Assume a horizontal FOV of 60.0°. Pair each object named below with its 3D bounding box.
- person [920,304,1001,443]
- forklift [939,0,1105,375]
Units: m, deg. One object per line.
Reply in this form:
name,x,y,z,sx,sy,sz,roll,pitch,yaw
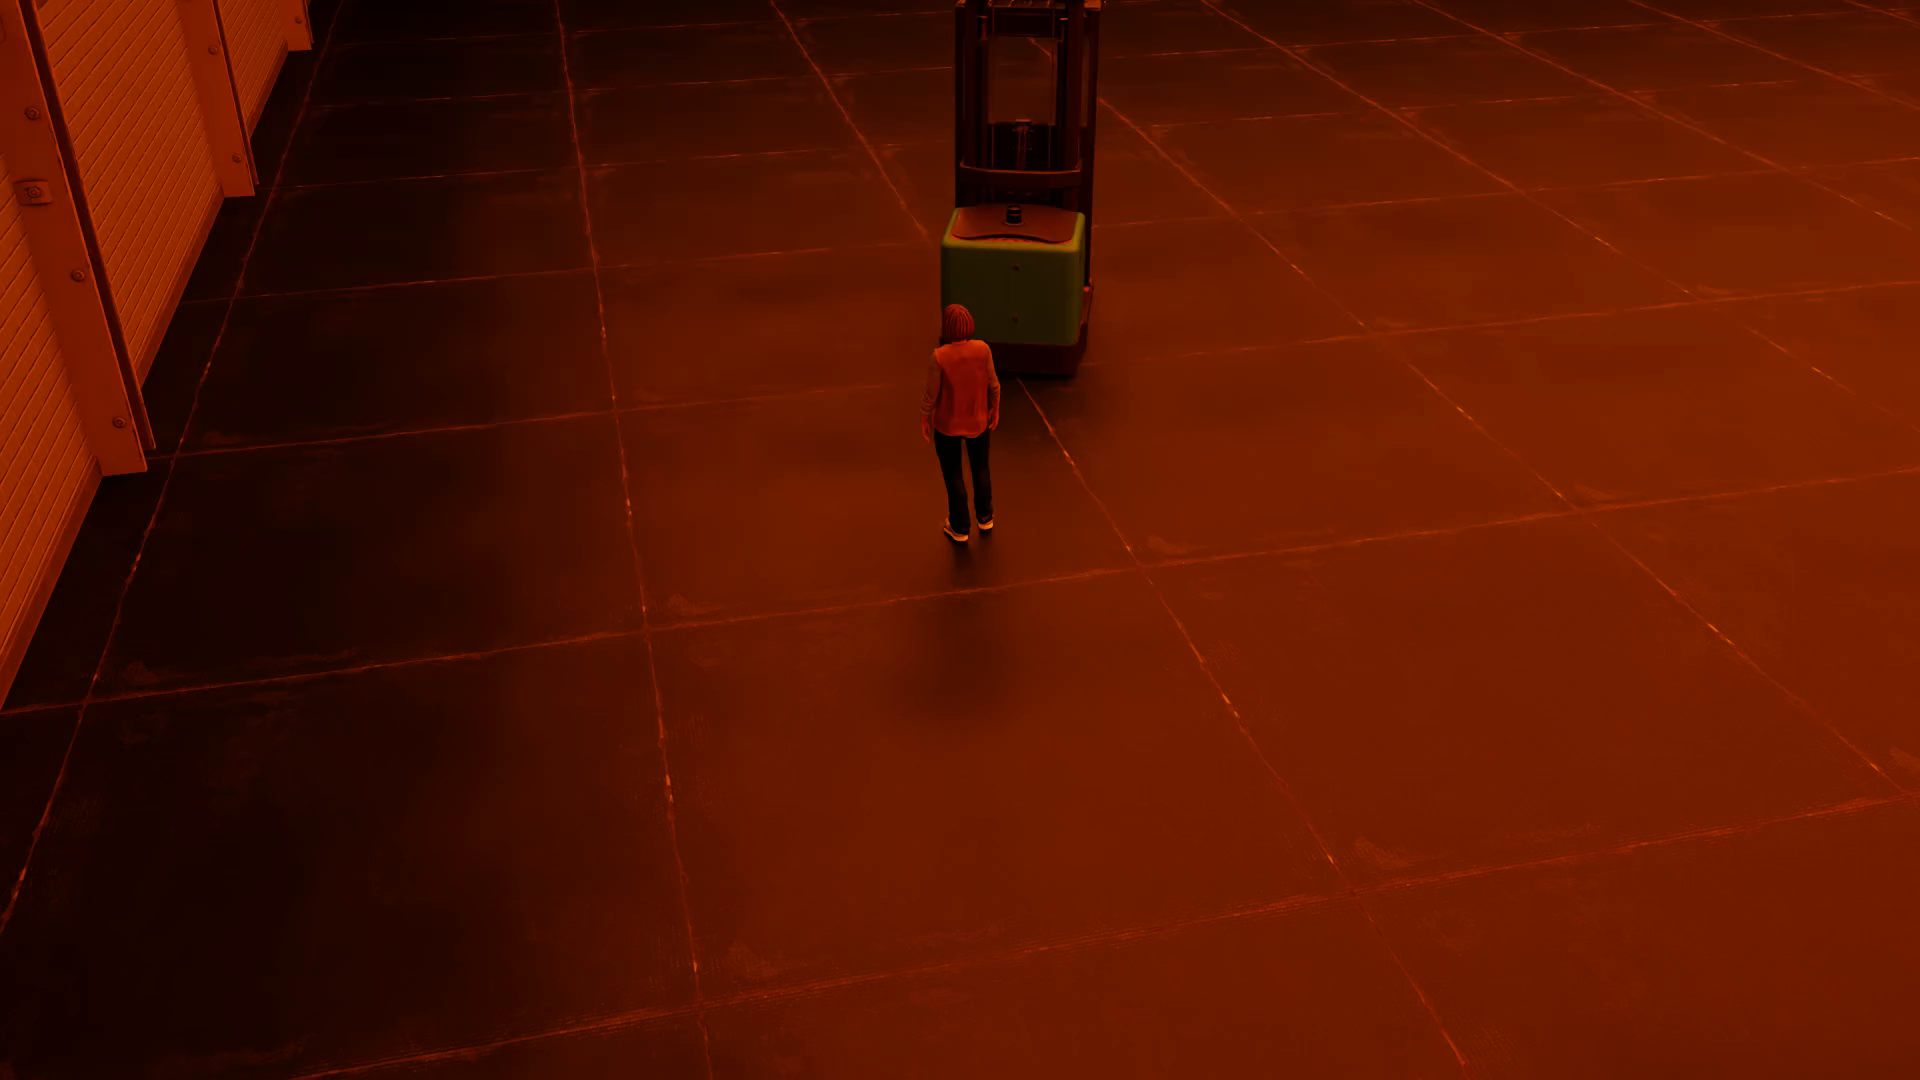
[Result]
person,0.011,-0.981,9.905,0.501,0.918,0.257,-7,31,-12
forklift,0.537,-3.223,13.143,1.130,2.935,3.031,4,30,6
